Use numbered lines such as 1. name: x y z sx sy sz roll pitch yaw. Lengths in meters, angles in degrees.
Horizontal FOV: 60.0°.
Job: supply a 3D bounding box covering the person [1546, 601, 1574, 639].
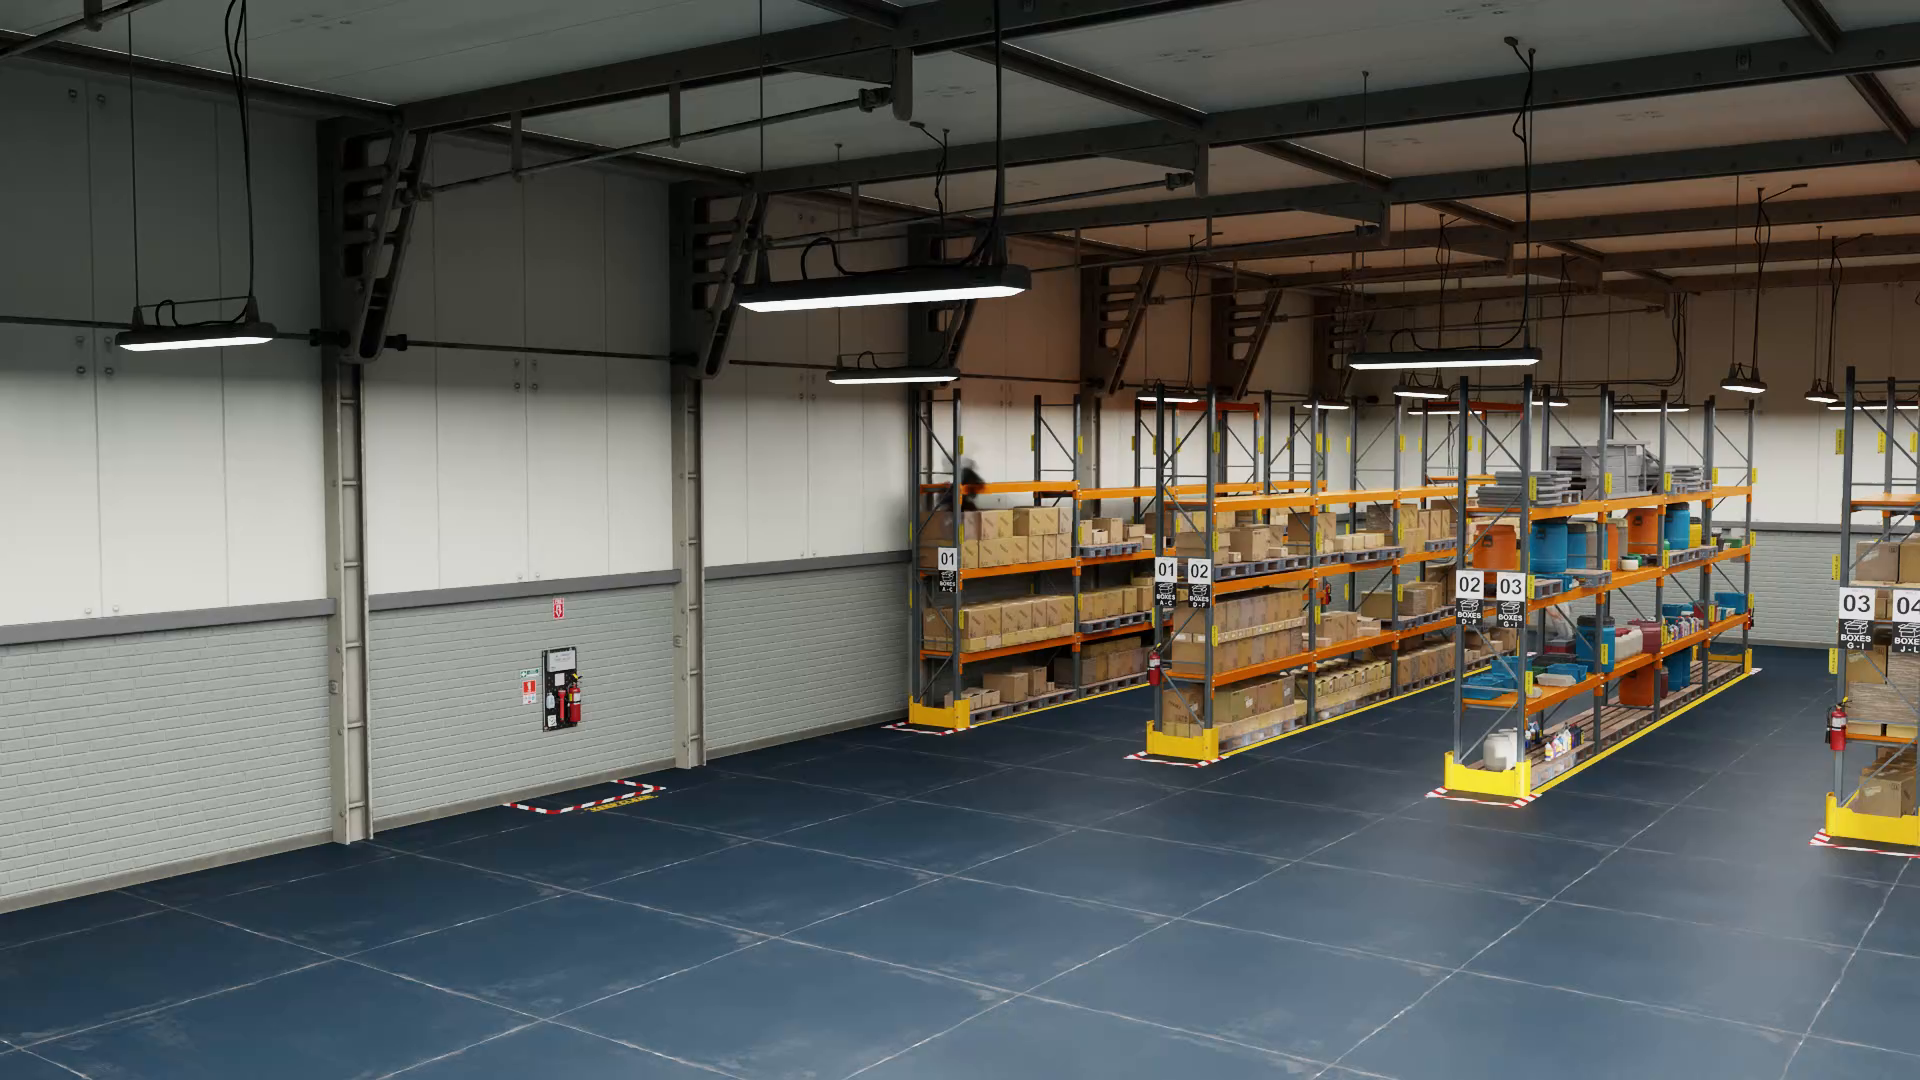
1. person: 14.274 1.894 39.601 0.692 1.736 0.638 -1 3 -21
